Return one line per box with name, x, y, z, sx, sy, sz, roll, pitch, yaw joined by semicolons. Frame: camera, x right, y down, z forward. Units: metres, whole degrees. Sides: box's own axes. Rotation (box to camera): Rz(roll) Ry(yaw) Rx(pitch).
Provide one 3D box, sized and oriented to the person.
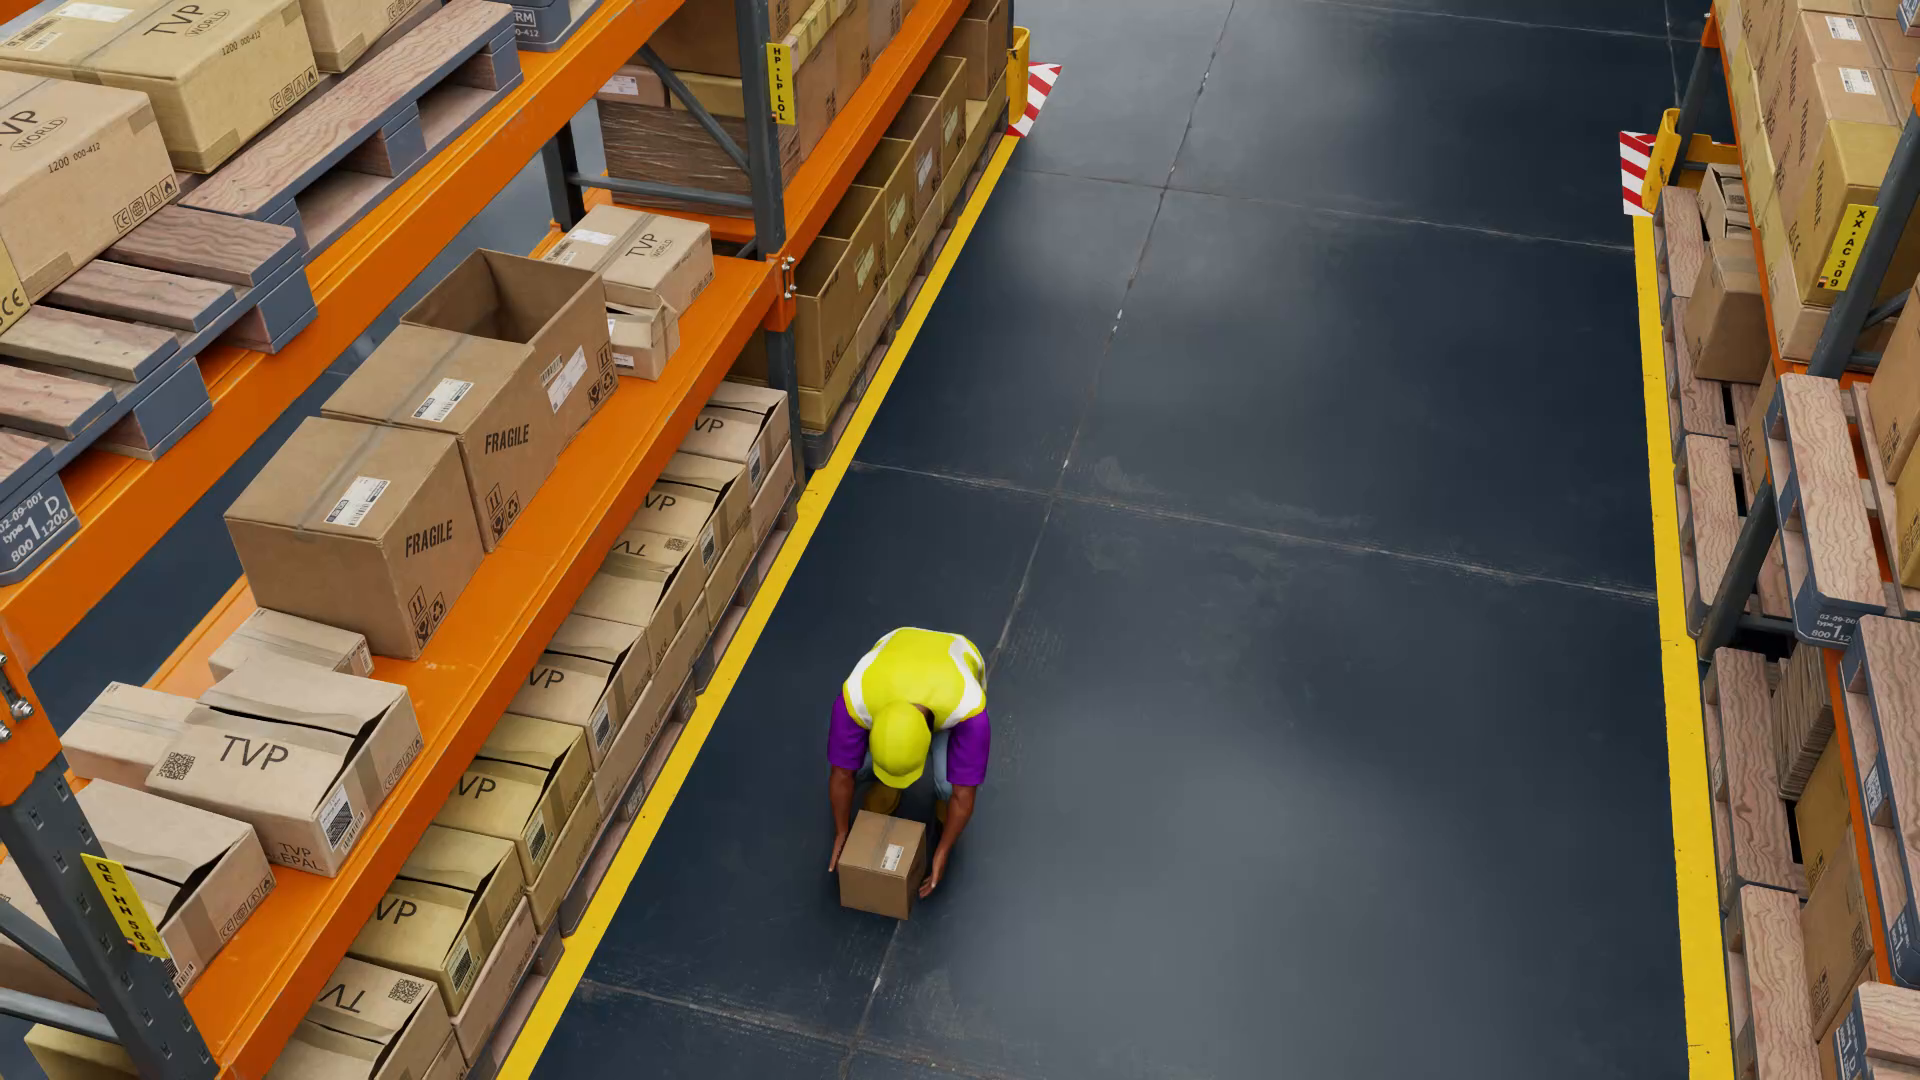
person;-0.144;0.702;5.974;0.569;0.926;0.896;10;42;12
